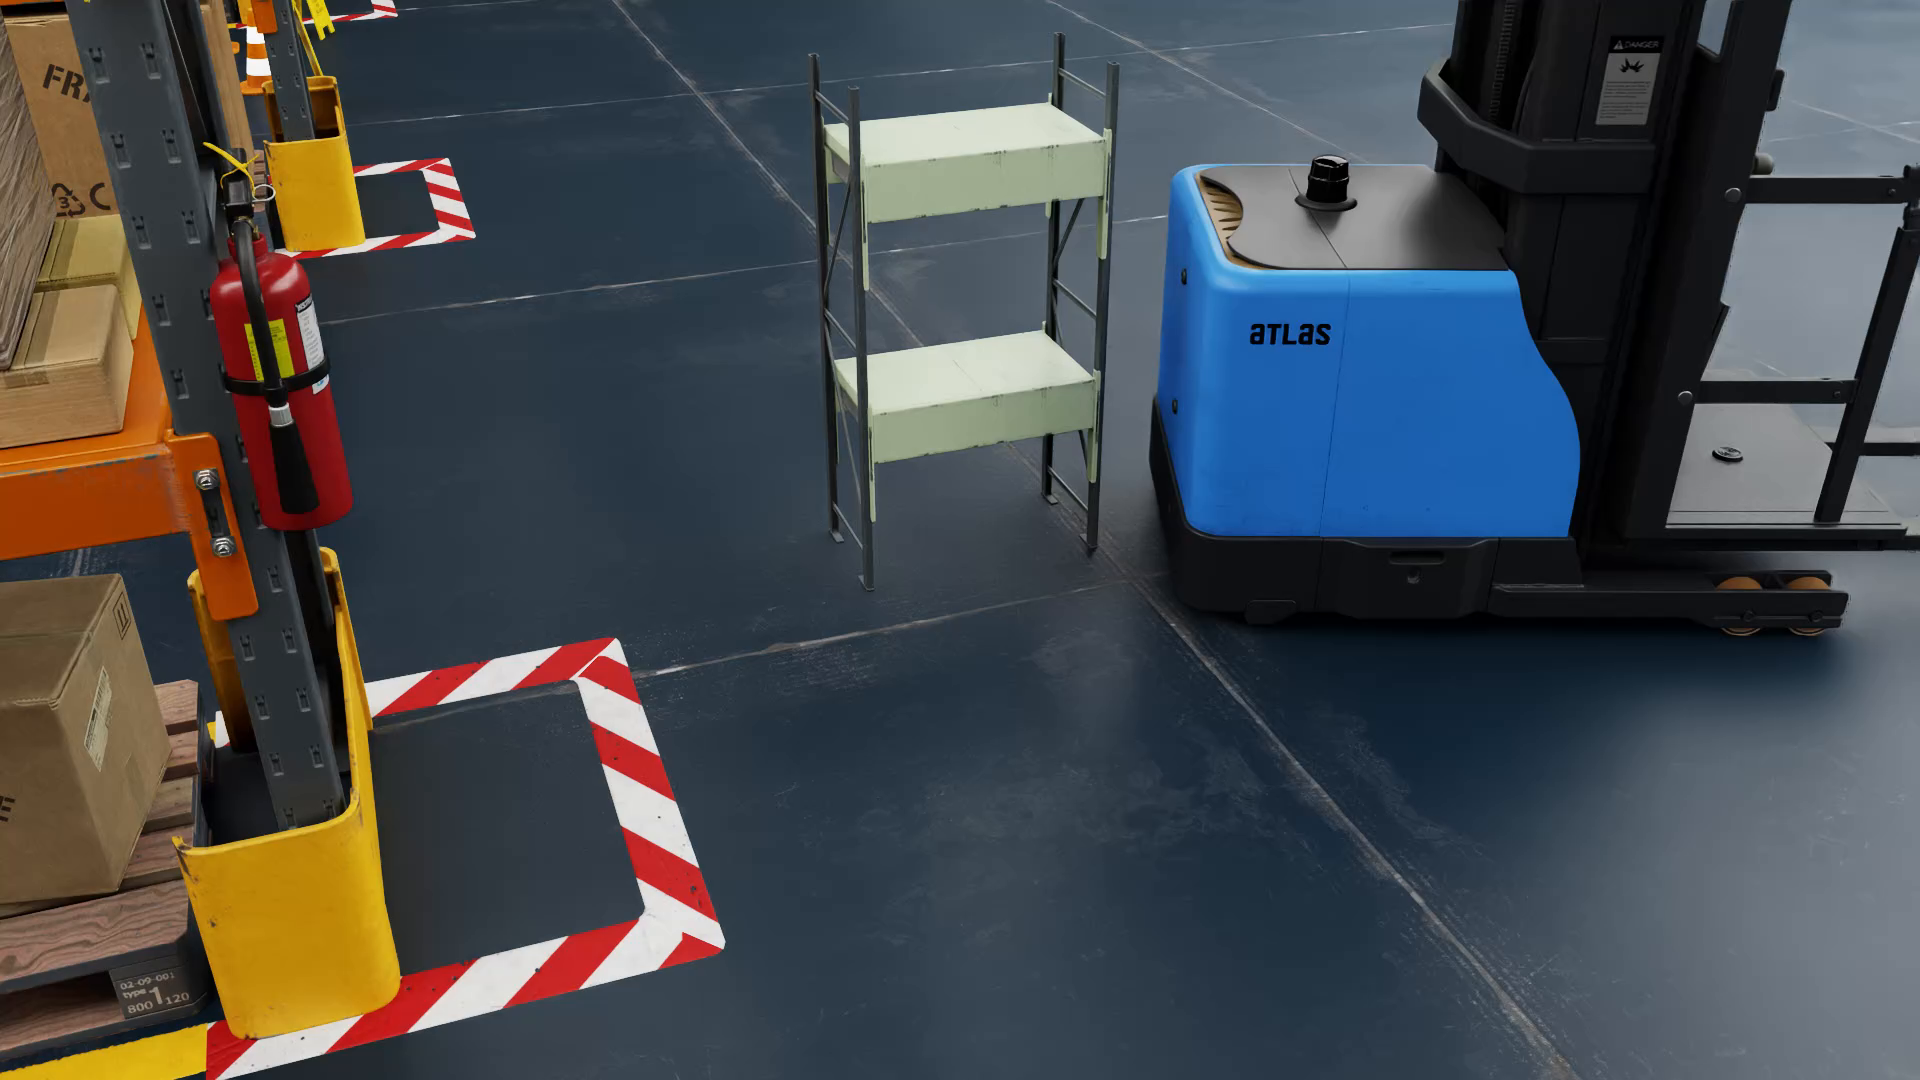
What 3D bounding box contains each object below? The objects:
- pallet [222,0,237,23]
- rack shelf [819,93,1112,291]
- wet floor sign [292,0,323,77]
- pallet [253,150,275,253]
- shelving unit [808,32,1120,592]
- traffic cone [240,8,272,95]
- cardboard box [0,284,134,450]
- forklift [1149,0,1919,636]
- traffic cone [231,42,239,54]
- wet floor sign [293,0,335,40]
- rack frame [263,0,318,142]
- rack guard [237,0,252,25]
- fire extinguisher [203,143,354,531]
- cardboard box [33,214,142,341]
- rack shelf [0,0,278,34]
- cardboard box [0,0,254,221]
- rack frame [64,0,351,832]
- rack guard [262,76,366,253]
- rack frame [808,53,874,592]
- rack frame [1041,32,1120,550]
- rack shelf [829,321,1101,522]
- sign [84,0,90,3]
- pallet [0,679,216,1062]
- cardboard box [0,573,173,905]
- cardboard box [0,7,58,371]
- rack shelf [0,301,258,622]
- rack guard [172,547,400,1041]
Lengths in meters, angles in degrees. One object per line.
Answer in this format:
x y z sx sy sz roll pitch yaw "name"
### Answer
-5.776 -3.823 11.747 1.213 0.211 1.003 -10 31 -18 "pallet"
0.006 -0.992 4.688 0.720 0.370 0.431 -10 31 -18 "rack shelf"
-3.774 -2.793 9.501 0.232 0.644 0.267 -16 33 -26 "wet floor sign"
-3.832 -1.507 7.681 1.213 0.211 1.003 -10 31 -18 "pallet"
0.006 -0.653 4.881 0.755 1.500 0.431 -10 31 -18 "shelving unit"
-4.179 -2.940 9.944 0.334 0.463 0.336 -10 31 -18 "traffic cone"
-1.671 -0.320 3.035 0.250 0.149 0.380 -10 31 -18 "cardboard box"
2.147 -1.263 4.506 3.031 2.935 1.130 0 30 0 "forklift"
-4.884 -3.397 10.745 0.334 0.463 0.336 -10 31 -18 "traffic cone"
-4.380 -3.685 11.066 0.232 0.644 0.267 0 30 0 "wet floor sign"
-3.110 -2.893 7.297 0.127 3.000 1.000 -10 31 -18 "rack frame"
-5.002 -4.072 11.893 0.348 0.500 1.175 -10 31 -18 "rack guard"
-1.208 -0.346 2.906 0.183 0.674 0.296 -10 31 -18 "fire extinguisher"
-1.826 -0.526 3.397 0.250 0.149 0.380 -10 31 -18 "cardboard box"
-4.985 -2.235 6.869 4.000 0.370 1.077 -10 31 -18 "rack shelf"
-3.723 -2.004 7.460 0.875 0.875 0.875 -10 31 -17 "cardboard box"
-1.476 -0.574 3.227 0.127 3.000 1.000 -10 31 -18 "rack frame"
-3.088 -1.811 7.923 0.348 0.500 1.175 -10 31 -18 "rack guard"
-0.337 -0.590 4.770 0.023 1.500 0.400 -10 31 -18 "rack frame"
0.349 -0.716 4.992 0.023 1.500 0.400 -10 31 -18 "rack frame"
0.006 -0.370 5.042 0.720 0.370 0.431 -10 31 -18 "rack shelf"
-1.301 -0.953 2.404 0.005 0.325 0.100 -10 31 -18 "sign"
-2.320 0.775 3.677 1.213 0.211 1.003 -10 31 -18 "pallet"
-2.067 0.430 3.566 0.500 0.500 0.500 -5 30 -8 "cardboard box"
-2.001 -0.664 2.984 0.500 0.500 0.875 -10 31 -18 "cardboard box"
-3.350 0.084 2.799 4.000 0.370 1.077 -10 31 -18 "rack shelf"
-1.547 0.525 3.823 0.348 0.500 1.175 -10 31 -18 "rack guard"
